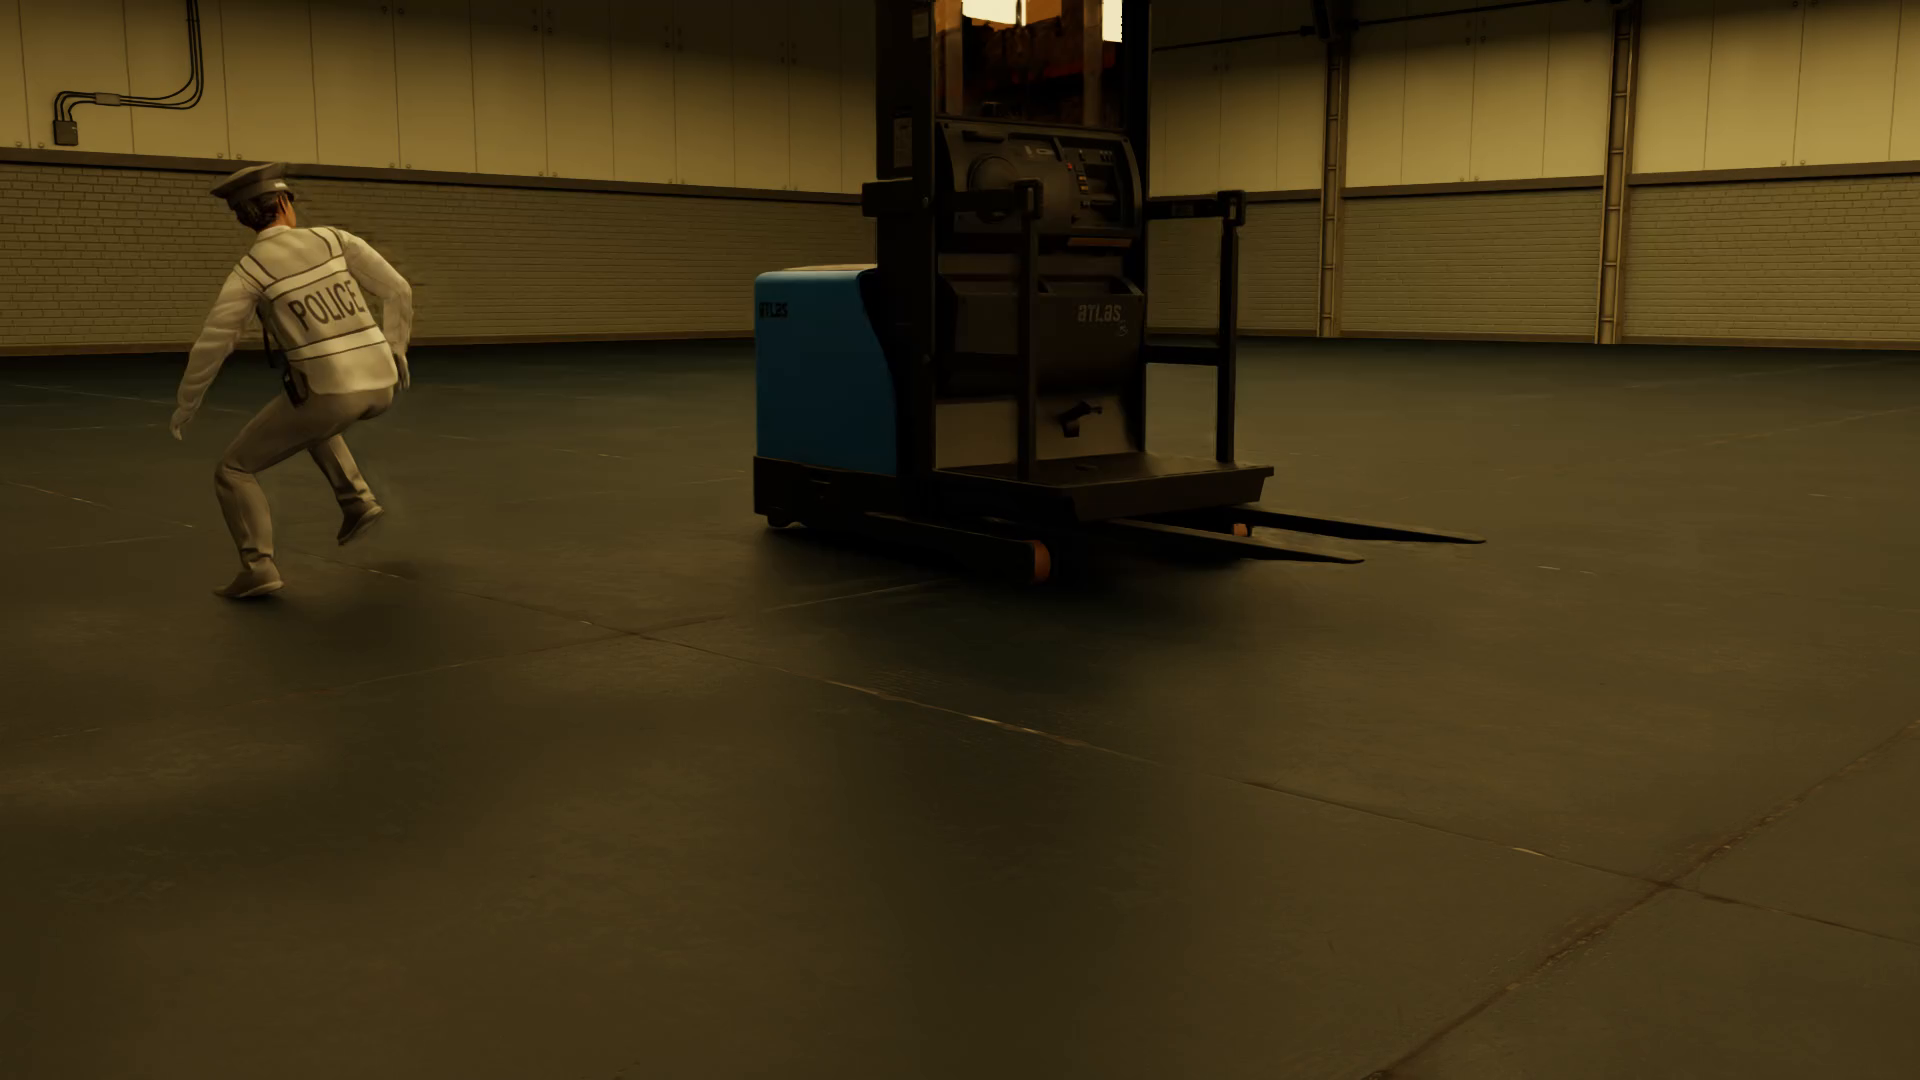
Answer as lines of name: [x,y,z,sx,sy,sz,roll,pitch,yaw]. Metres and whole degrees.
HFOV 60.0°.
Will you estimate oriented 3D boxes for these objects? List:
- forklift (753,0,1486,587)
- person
forklift: [0.445,-1.373,5.994,1.130,2.935,3.031,-7,11,-38]
person: [-2.263,-0.548,5.700,0.624,1.456,0.744,5,10,32]
